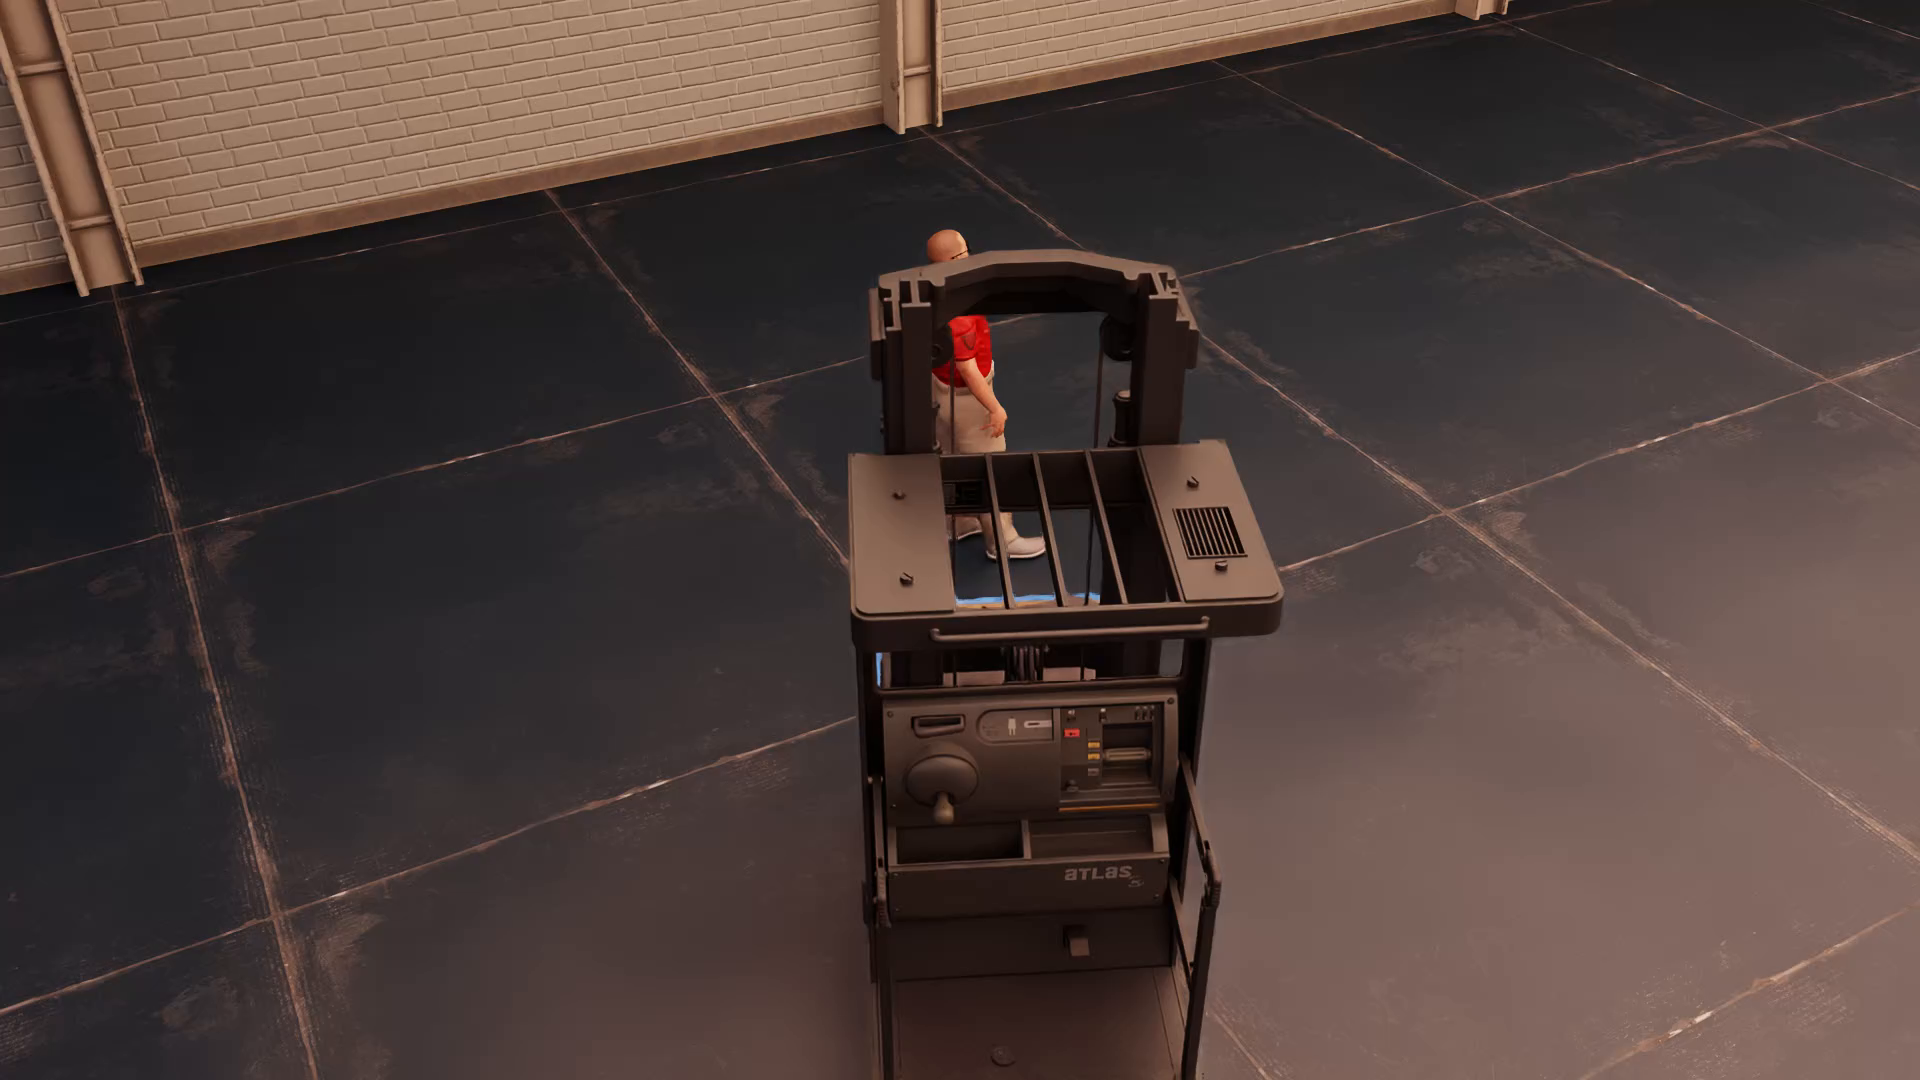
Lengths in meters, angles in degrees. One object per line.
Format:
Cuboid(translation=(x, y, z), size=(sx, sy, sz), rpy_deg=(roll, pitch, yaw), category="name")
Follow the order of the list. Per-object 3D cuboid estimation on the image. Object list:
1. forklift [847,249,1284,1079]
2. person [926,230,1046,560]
Cuboid(translation=(0.242, 0.746, 5.068), size=(1.130, 2.935, 3.031), rpy_deg=(-2, 35, -3), category="forklift")
Cuboid(translation=(0.085, -0.730, 8.185), size=(0.551, 1.727, 0.640), rpy_deg=(-17, 39, -23), category="person")
